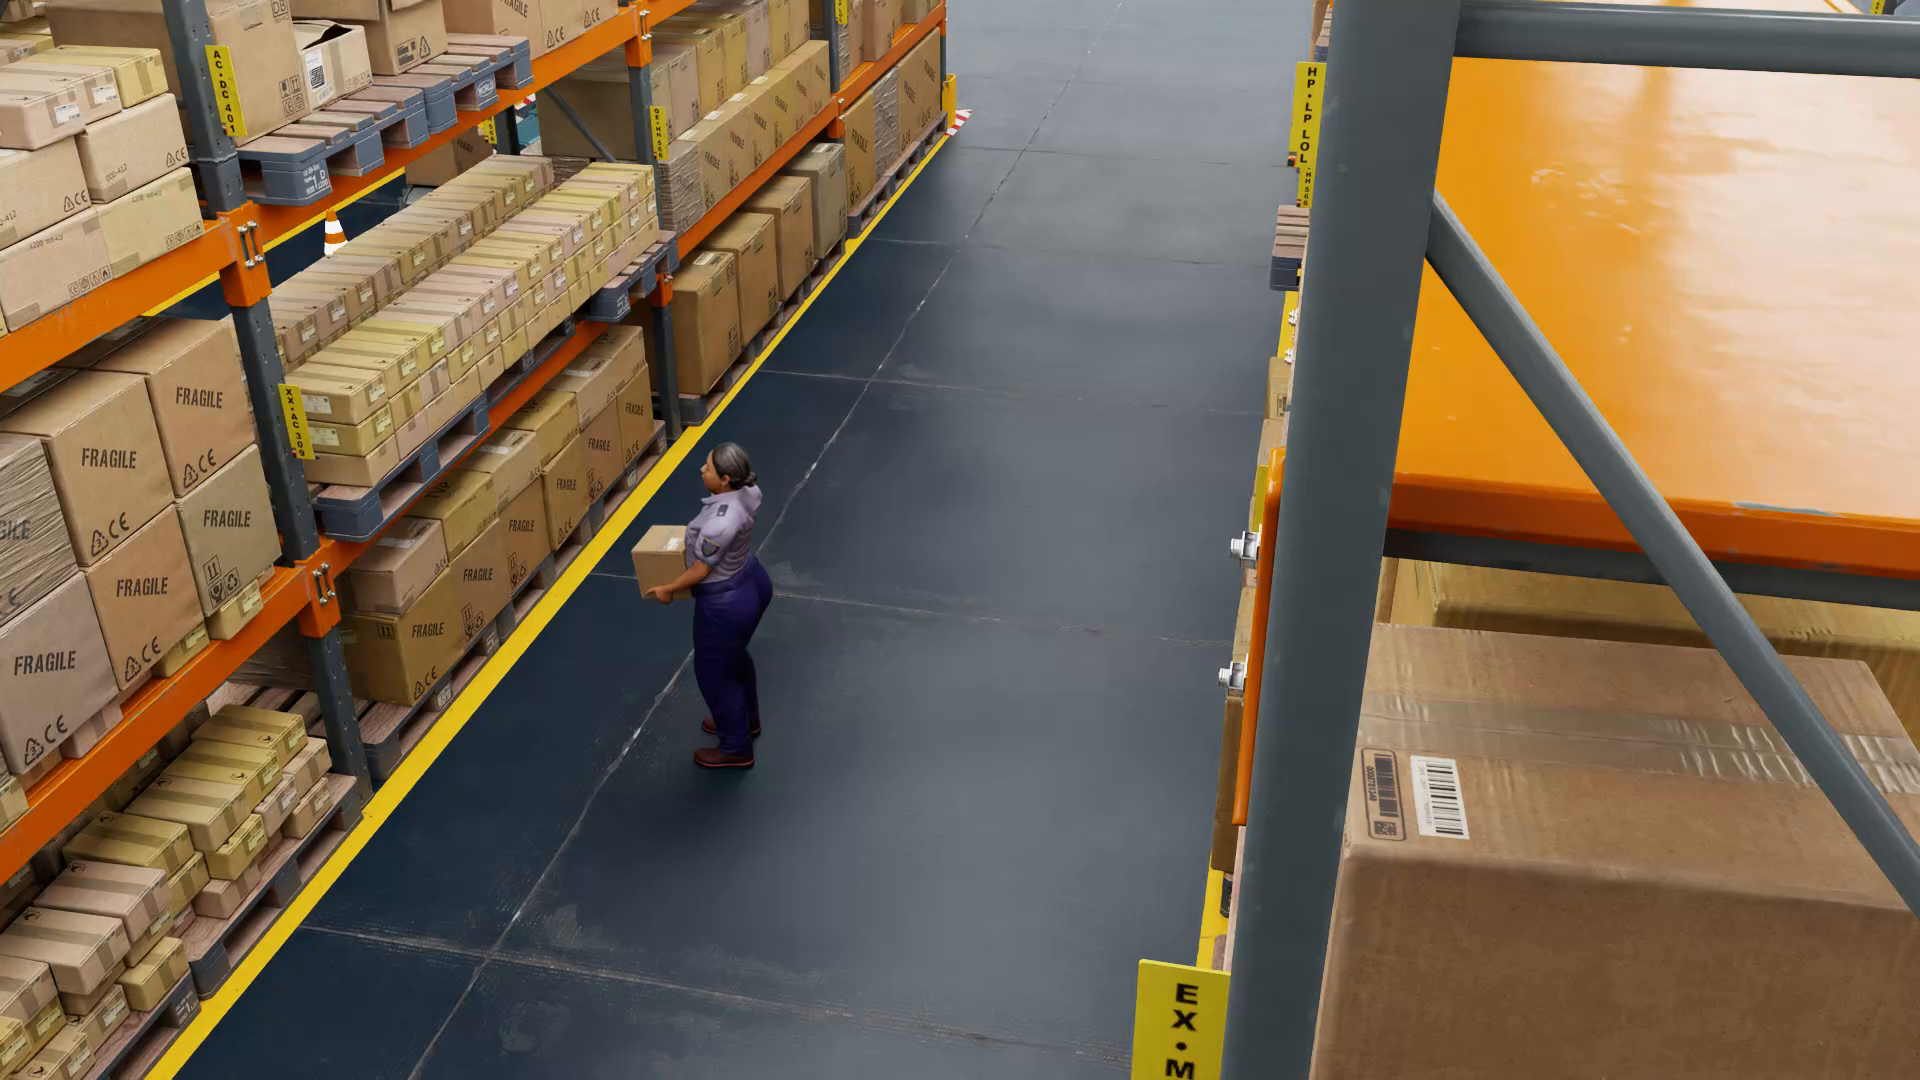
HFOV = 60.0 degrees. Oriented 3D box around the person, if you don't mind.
[{"bbox_3d":[-1.143,0.278,7.651,0.524,1.636,0.453,6,30,12],"label":"person"}]
